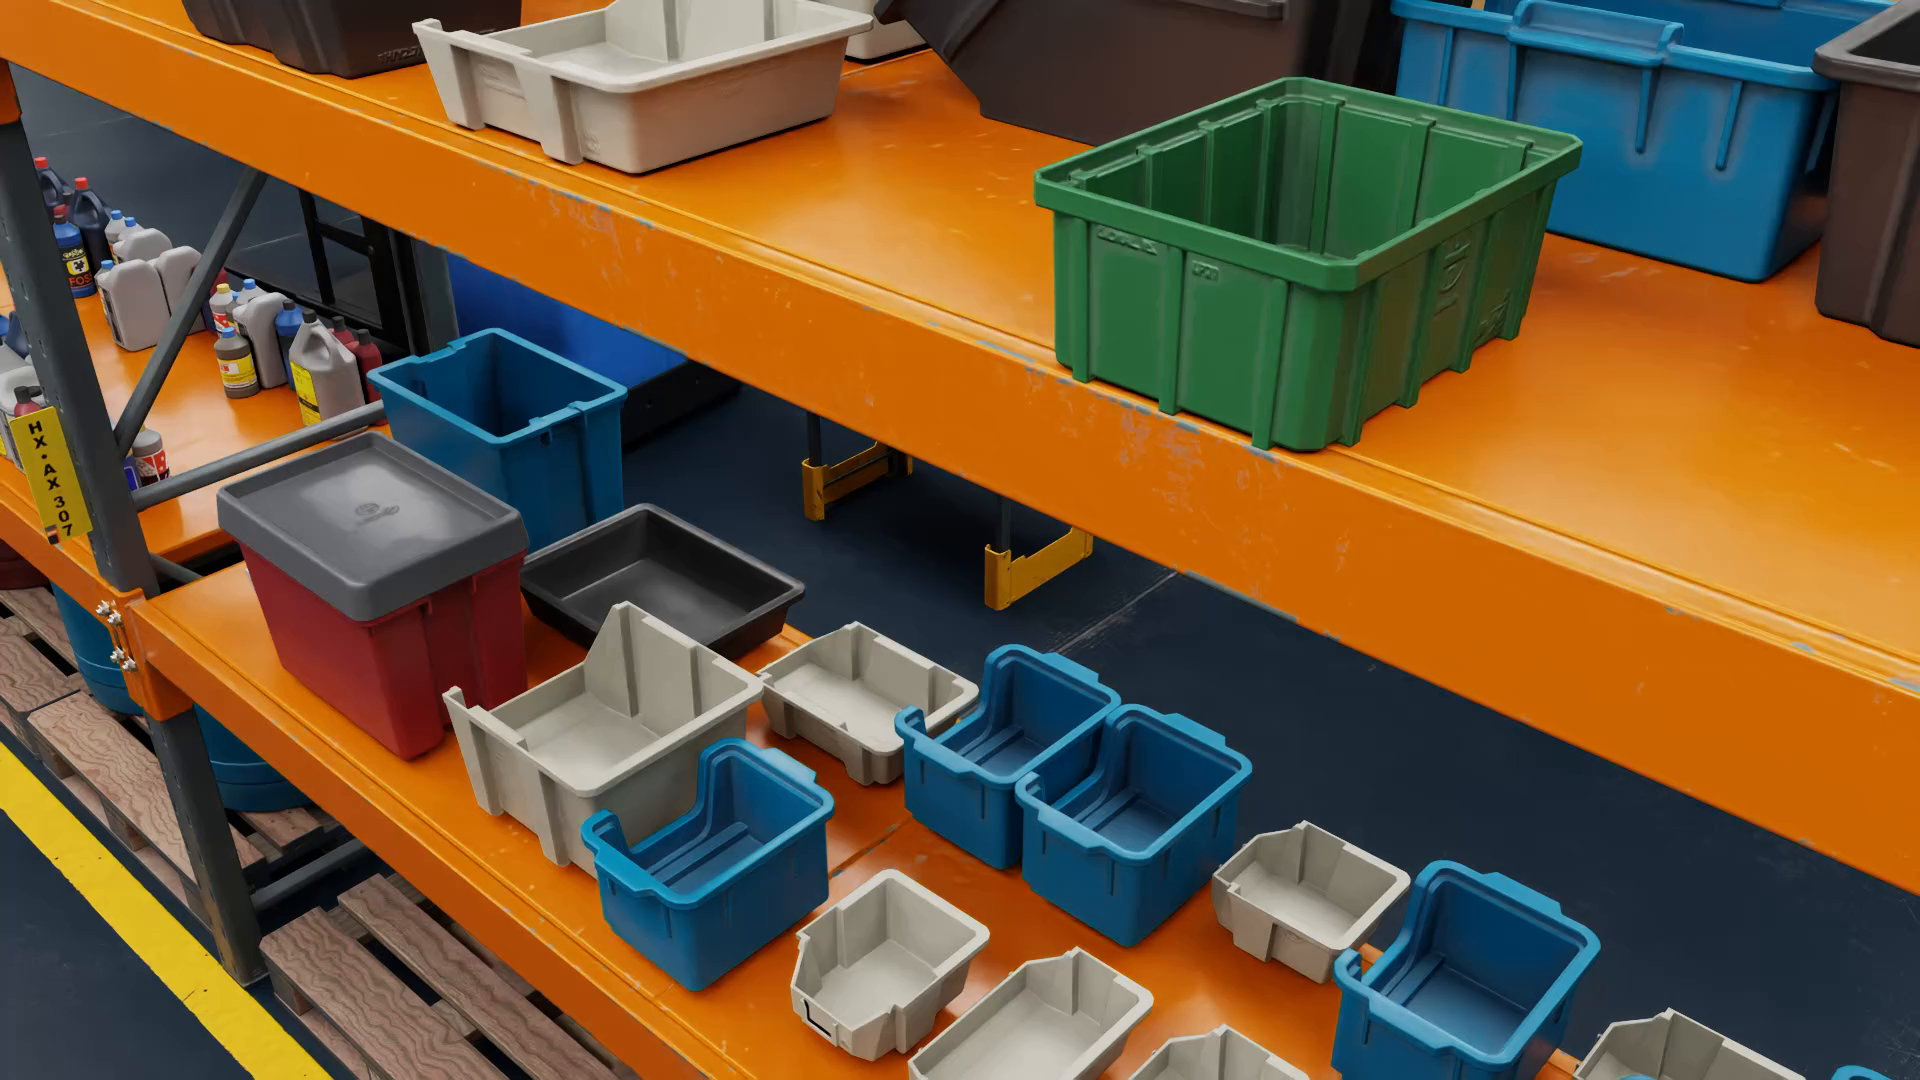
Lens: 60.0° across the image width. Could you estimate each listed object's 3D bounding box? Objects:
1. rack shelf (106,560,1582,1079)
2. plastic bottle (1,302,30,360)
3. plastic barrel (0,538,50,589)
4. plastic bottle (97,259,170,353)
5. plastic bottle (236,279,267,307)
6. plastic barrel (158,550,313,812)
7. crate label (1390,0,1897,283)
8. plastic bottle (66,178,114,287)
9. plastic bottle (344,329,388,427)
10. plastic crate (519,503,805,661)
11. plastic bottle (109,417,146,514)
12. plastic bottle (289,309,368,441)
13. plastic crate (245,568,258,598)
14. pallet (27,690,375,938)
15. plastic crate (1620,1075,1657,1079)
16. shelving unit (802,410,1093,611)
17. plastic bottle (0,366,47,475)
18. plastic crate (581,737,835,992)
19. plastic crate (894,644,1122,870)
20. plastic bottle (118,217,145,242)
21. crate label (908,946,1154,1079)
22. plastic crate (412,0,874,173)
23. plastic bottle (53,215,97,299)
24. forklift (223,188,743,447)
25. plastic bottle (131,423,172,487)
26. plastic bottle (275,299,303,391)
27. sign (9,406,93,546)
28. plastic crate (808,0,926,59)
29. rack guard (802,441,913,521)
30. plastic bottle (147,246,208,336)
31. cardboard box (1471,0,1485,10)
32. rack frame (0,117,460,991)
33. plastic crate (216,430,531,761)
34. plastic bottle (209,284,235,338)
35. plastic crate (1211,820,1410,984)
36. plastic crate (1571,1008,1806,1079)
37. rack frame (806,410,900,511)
[{"bbox_3d":[-0.229,0.765,3.268,4.000,0.370,1.077,25,39,35],"label":"rack shelf"},{"bbox_3d":[-2.653,-0.526,4.764,0.185,0.351,0.144,25,39,35],"label":"plastic bottle"},{"bbox_3d":[-3.466,-0.213,6.126,0.708,0.588,0.600,25,39,35],"label":"plastic barrel"},{"bbox_3d":[-2.588,-0.750,5.208,0.135,0.276,0.152,25,39,35],"label":"plastic bottle"},{"bbox_3d":[-2.138,-0.663,5.068,0.097,0.271,0.097,0,31,0],"label":"plastic bottle"},{"bbox_3d":[-2.104,0.289,4.989,0.708,0.901,0.600,25,39,35],"label":"plastic barrel"},{"bbox_3d":[0.787,-0.515,1.933,0.502,0.251,0.408,25,39,35],"label":"crate label"},{"bbox_3d":[-2.918,-1.045,5.625,0.185,0.351,0.144,25,39,35],"label":"plastic bottle"},{"bbox_3d":[-1.697,-0.475,4.745,0.133,0.283,0.061,25,39,35],"label":"plastic bottle"},{"bbox_3d":[-0.701,0.141,3.815,0.590,0.125,0.437,25,39,35],"label":"plastic crate"},{"bbox_3d":[-2.221,-0.195,4.286,0.135,0.276,0.152,25,39,35],"label":"plastic bottle"},{"bbox_3d":[-1.785,-0.474,4.677,0.185,0.351,0.144,25,39,35],"label":"plastic bottle"},{"bbox_3d":[-1.462,0.068,3.927,0.243,0.136,0.396,25,39,35],"label":"plastic crate"},{"bbox_3d":[-2.256,0.676,5.422,1.213,0.211,1.003,25,39,35],"label":"pallet"},{"bbox_3d":[0.881,1.064,1.982,0.499,0.435,0.616,25,39,35],"label":"plastic crate"},{"bbox_3d":[-0.057,-0.669,6.407,1.083,1.500,0.587,25,39,35],"label":"shelving unit"},{"bbox_3d":[-2.492,-0.321,4.496,0.135,0.276,0.152,25,39,35],"label":"plastic bottle"},{"bbox_3d":[-0.441,0.582,2.979,0.300,0.233,0.416,25,39,35],"label":"plastic crate"},{"bbox_3d":[0.093,0.424,3.241,0.300,0.233,0.416,25,39,35],"label":"plastic crate"},{"bbox_3d":[-2.725,-0.937,5.524,0.097,0.271,0.097,0,31,0],"label":"plastic bottle"},{"bbox_3d":[0.100,0.830,2.660,0.243,0.136,0.396,25,39,35],"label":"crate label"},{"bbox_3d":[-0.444,-0.643,2.258,0.530,0.136,0.437,25,39,35],"label":"plastic crate"},{"bbox_3d":[-2.966,-0.950,5.544,0.097,0.271,0.097,0,31,0],"label":"plastic bottle"},{"bbox_3d":[-2.504,-2.204,7.570,3.031,2.935,1.130,21,37,30],"label":"forklift"},{"bbox_3d":[-2.151,-0.217,4.395,0.097,0.201,0.097,0,31,0],"label":"plastic bottle"},{"bbox_3d":[-1.966,-0.583,4.935,0.097,0.271,0.097,0,31,0],"label":"plastic bottle"},{"bbox_3d":[-2.082,-0.144,3.813,0.005,0.325,0.100,25,39,35],"label":"sign"},{"bbox_3d":[-0.182,-0.970,2.660,0.530,0.282,0.437,25,39,35],"label":"plastic crate"},{"bbox_3d":[-0.426,-0.306,7.016,0.087,0.250,0.587,25,39,35],"label":"rack guard"},{"bbox_3d":[-2.486,-0.809,5.305,0.135,0.276,0.152,25,39,35],"label":"plastic bottle"},{"bbox_3d":[2.158,-2.150,6.347,0.500,0.500,0.500,24,38,34],"label":"cardboard box"},{"bbox_3d":[-1.712,-0.235,4.233,0.127,3.000,1.000,25,39,35],"label":"rack frame"},{"bbox_3d":[-1.218,0.116,3.528,0.583,0.464,0.402,25,39,35],"label":"plastic crate"},{"bbox_3d":[-2.282,-0.701,5.198,0.097,0.201,0.097,0,31,0],"label":"plastic bottle"},{"bbox_3d":[0.607,0.647,2.964,0.298,0.136,0.250,25,39,35],"label":"plastic crate"},{"bbox_3d":[1.110,0.882,2.574,0.298,0.136,0.250,25,39,35],"label":"plastic crate"},{"bbox_3d":[-0.440,-0.848,6.704,0.032,1.500,0.500,25,39,35],"label":"rack frame"}]
